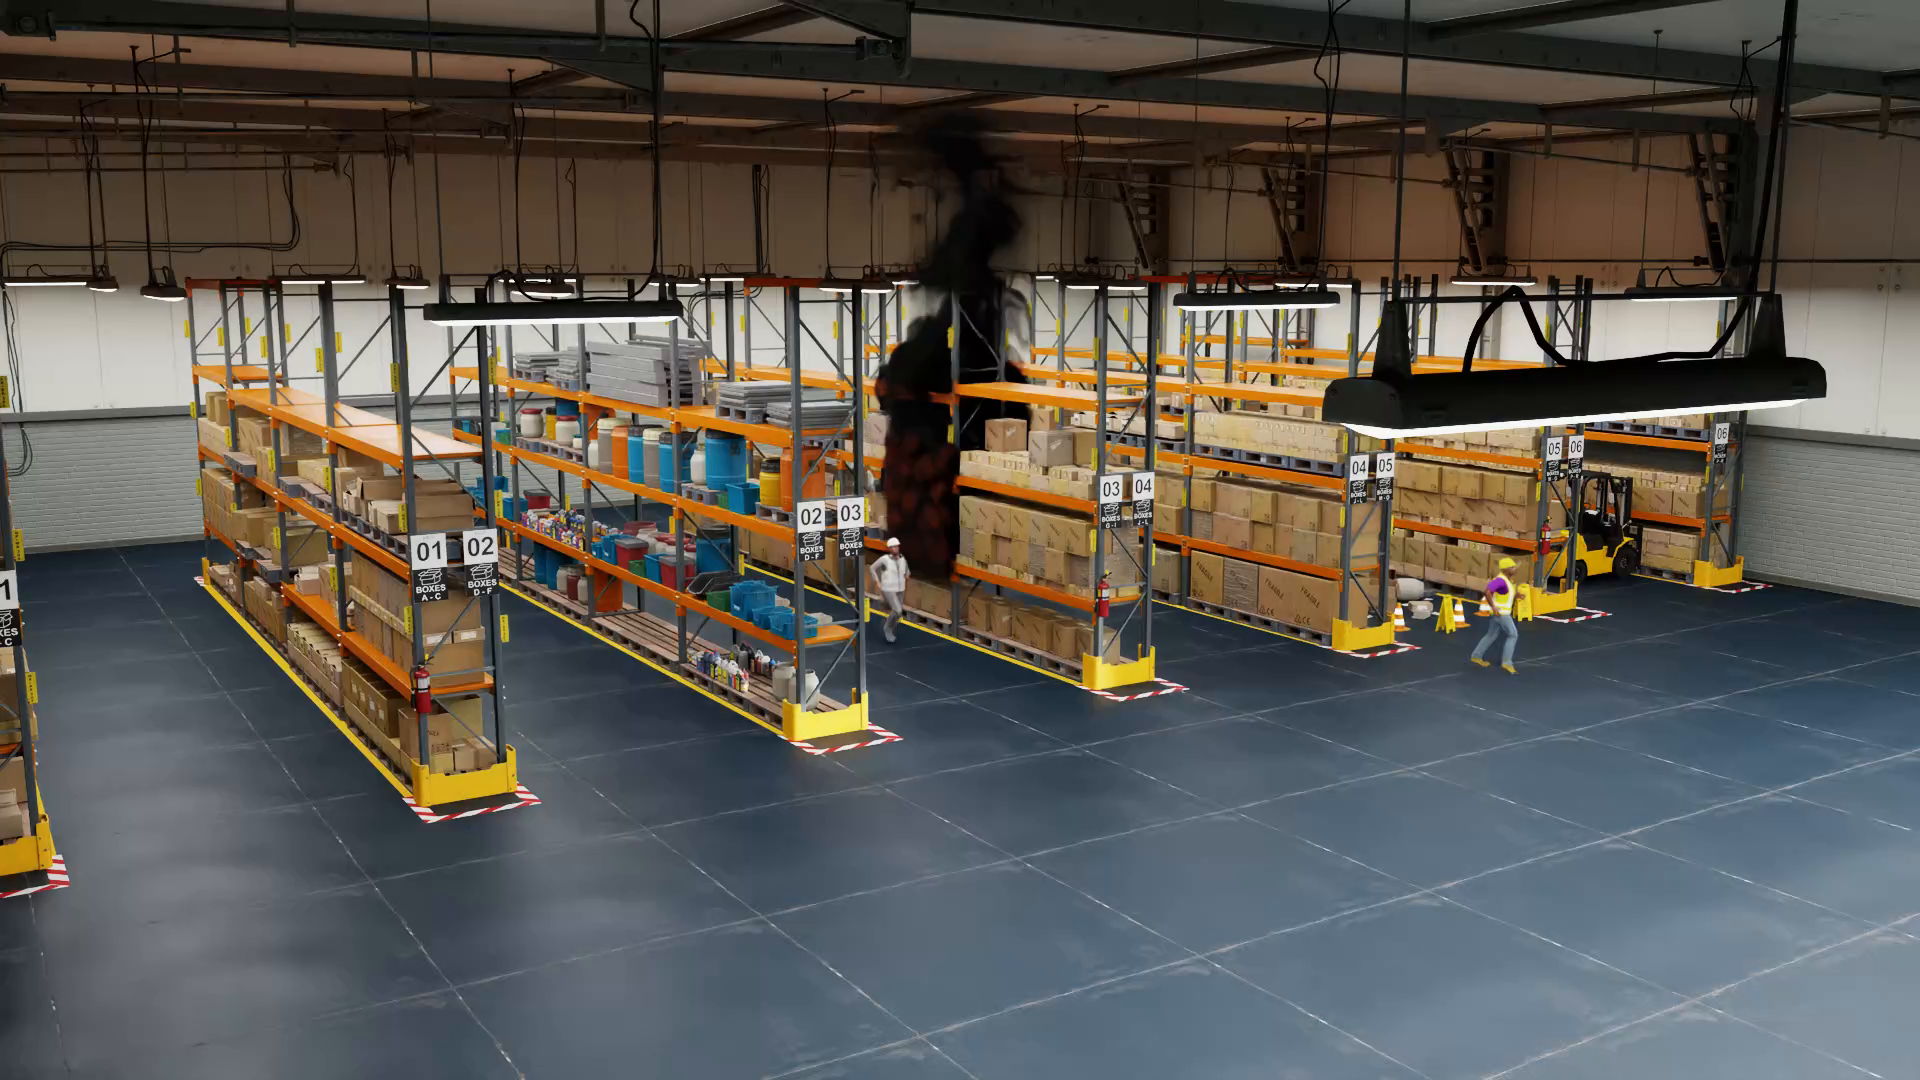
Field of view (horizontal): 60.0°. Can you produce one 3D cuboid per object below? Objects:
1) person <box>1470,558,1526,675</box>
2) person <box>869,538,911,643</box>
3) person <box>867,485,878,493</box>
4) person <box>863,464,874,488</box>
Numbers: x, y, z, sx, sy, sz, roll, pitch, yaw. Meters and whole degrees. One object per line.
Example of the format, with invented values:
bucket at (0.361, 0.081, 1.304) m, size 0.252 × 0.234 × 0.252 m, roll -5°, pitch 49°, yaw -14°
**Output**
person at (8.359, 1.165, 25.788) m, size 0.784 × 1.822 × 0.686 m, roll 3°, pitch 10°, yaw 15°
person at (-1.091, 0.838, 27.694) m, size 0.644 × 1.751 × 0.642 m, roll -8°, pitch 13°, yaw -41°
person at (-1.873, -0.353, 35.196) m, size 0.628 × 1.647 × 0.734 m, roll -7°, pitch 12°, yaw -34°
person at (-2.200, -0.926, 38.061) m, size 0.666 × 1.830 × 0.894 m, roll -6°, pitch 11°, yaw -30°
